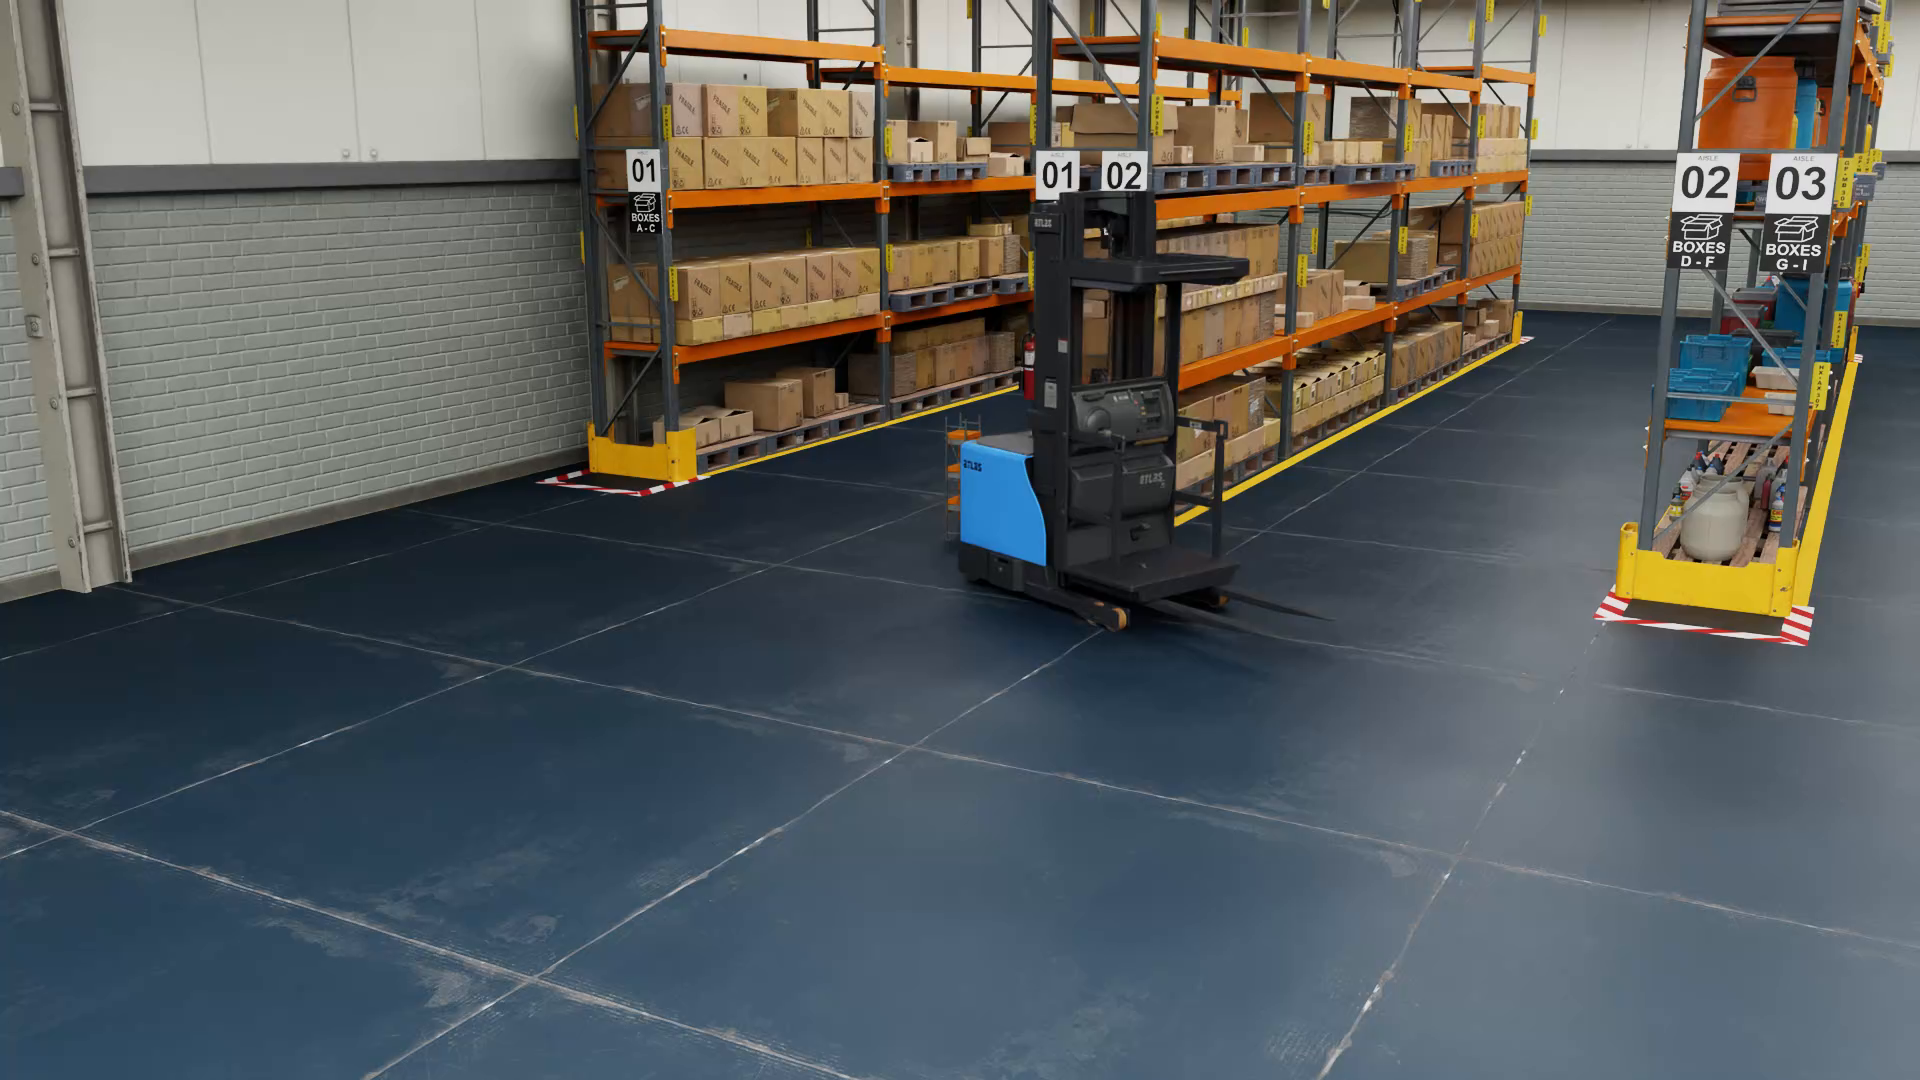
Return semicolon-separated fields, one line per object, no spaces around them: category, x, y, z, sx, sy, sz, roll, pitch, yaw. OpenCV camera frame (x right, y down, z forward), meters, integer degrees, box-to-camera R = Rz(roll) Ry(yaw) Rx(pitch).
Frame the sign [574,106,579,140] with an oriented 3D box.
sign;-3.717;-4.065;16.207;0.100;0.325;0.005;7;15;28

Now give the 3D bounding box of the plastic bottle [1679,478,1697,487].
plastic bottle;6.149;-0.381;14.085;0.152;0.276;0.135;7;15;26

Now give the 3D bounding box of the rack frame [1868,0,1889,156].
rack frame;11.233;-6.366;21.238;1.000;3.000;0.127;7;15;28

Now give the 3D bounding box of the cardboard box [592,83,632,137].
cardboard box;-3.261;-4.231;16.392;0.500;0.500;0.500;8;16;31

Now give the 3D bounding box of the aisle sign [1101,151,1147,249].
aisle sign;1.334;-2.765;13.555;0.394;0.787;0.004;7;15;28

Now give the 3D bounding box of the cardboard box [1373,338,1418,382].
cardboard box;5.683;-2.358;21.811;0.500;0.500;0.500;7;15;26

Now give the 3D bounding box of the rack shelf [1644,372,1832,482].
rack shelf;6.399;-1.048;13.515;1.077;0.370;4.000;7;15;28

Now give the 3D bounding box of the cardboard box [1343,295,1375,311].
cardboard box;4.772;-2.853;20.002;0.380;0.149;0.250;7;15;28

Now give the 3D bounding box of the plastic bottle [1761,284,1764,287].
plastic bottle;9.674;-2.938;20.068;0.061;0.283;0.133;7;15;28

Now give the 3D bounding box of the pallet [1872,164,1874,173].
pallet;9.755;-4.141;18.813;1.003;0.211;1.213;7;15;28

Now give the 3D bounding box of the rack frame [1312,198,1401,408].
rack frame;4.965;-3.191;20.868;1.000;3.000;0.127;7;15;28

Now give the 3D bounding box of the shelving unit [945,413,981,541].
shelving unit;0.026;-0.521;13.956;0.215;1.050;0.252;7;15;28

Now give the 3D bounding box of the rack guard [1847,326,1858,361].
rack guard;13.167;-3.061;25.665;1.175;0.500;0.348;7;15;28

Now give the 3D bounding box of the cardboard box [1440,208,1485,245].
cardboard box;7.373;-4.611;24.412;0.500;0.500;0.500;8;16;29

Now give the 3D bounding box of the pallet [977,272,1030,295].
pallet;0.376;-3.500;22.559;1.213;0.211;1.003;7;15;28

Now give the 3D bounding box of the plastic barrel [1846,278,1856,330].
plastic barrel;9.340;-2.565;17.984;0.600;0.536;0.708;7;15;28

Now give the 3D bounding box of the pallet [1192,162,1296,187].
pallet;2.642;-3.607;16.385;1.003;0.211;1.213;7;15;28

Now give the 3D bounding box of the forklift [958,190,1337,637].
forklift;1.289;-0.925;11.617;1.130;2.935;3.031;-10;17;-37

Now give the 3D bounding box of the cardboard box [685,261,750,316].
cardboard box;-2.499;-2.575;16.993;0.500;0.500;0.500;7;15;28

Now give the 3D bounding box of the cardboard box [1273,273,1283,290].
cardboard box;3.087;-2.654;17.044;0.380;0.149;0.250;7;15;28

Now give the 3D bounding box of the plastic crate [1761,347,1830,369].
plastic crate;7.068;-1.478;14.081;0.499;0.251;0.616;7;15;28

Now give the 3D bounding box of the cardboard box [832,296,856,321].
cardboard box;-1.519;-2.634;18.838;0.500;0.250;0.500;7;15;28

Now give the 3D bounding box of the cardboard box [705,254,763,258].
cardboard box;-2.457;-2.844;18.107;0.500;0.500;0.500;8;16;29

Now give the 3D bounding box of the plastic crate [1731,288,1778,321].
plastic crate;8.250;-2.363;17.298;0.402;0.464;0.583;7;15;28

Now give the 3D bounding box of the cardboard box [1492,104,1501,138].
cardboard box;7.703;-6.298;25.011;0.700;0.500;0.500;7;15;28

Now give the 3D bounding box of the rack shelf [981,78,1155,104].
rack shelf;1.594;-6.534;24.323;1.077;0.370;4.000;7;15;28

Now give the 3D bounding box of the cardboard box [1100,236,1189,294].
cardboard box;1.610;-2.442;14.783;0.700;0.500;0.500;7;15;27

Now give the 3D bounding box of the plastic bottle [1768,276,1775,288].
plastic bottle;9.941;-3.064;20.447;0.144;0.351;0.185;7;15;28

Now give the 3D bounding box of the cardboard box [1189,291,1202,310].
cardboard box;1.974;-2.181;15.084;0.380;0.149;0.250;7;15;26

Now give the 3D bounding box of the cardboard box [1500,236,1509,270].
cardboard box;8.360;-4.549;26.290;0.500;0.500;0.500;8;15;28

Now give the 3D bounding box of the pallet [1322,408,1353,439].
pallet;3.942;-1.421;19.478;1.003;0.211;1.213;7;15;28

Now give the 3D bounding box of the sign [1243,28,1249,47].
sign;4.962;-8.737;28.912;0.100;0.325;0.005;7;15;28

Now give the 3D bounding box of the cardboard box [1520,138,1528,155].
cardboard box;8.807;-6.326;26.726;0.500;0.250;0.500;7;15;28

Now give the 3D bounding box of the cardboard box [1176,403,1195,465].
cardboard box;1.792;-0.969;15.023;0.500;0.500;0.500;7;15;28

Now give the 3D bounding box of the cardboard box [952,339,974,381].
cardboard box;-0.242;-2.399;21.977;0.700;0.500;0.500;7;15;28

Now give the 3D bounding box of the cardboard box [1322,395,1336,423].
cardboard box;3.940;-1.503;18.840;0.500;0.250;0.500;7;15;26

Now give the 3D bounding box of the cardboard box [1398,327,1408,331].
cardboard box;5.955;-2.726;23.335;0.500;0.500;0.500;8;15;29

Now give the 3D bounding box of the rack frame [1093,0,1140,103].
rack frame;2.561;-7.488;25.894;1.000;3.000;0.127;7;15;28

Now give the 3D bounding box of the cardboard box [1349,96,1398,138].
cardboard box;5.182;-5.272;20.756;0.500;0.500;0.500;7;15;28

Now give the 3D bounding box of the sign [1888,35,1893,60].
sign;11.714;-6.201;21.002;0.100;0.325;0.005;7;15;28

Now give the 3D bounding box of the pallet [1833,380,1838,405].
pallet;10.824;-1.940;21.631;1.003;0.211;1.213;7;15;28

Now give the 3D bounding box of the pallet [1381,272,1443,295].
pallet;5.901;-3.497;22.548;1.003;0.211;1.213;7;15;28

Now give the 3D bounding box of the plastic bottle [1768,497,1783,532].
plastic bottle;6.581;-0.212;13.394;0.097;0.271;0.097;0;14;0

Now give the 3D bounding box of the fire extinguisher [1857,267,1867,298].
fire extinguisher;13.637;-4.031;25.313;0.296;0.674;0.183;7;15;28

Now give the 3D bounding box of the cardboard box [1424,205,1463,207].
cardboard box;7.406;-4.888;25.561;0.500;0.500;0.500;8;15;28

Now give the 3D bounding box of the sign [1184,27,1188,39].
sign;4.011;-8.904;29.436;0.100;0.325;0.005;7;15;28

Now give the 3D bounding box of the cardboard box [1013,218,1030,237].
cardboard box;1.086;-4.388;23.346;0.500;0.250;0.500;8;16;29

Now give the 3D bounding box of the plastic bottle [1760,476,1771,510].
plastic bottle;6.882;-0.410;14.191;0.061;0.283;0.133;7;15;28

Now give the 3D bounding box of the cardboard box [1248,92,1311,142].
cardboard box;3.364;-4.446;17.499;0.500;0.500;0.500;8;15;29

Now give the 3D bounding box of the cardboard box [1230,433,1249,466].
cardboard box;2.519;-0.912;16.386;0.500;0.250;0.500;7;15;28

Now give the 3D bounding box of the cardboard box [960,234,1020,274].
cardboard box;0.408;-3.916;22.725;0.700;0.500;0.500;5;15;21

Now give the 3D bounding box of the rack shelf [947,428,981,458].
rack shelf;0.026;-0.787;13.892;0.215;0.259;0.240;7;15;28

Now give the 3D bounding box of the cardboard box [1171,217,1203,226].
cardboard box;3.538;-5.127;28.258;0.980;0.700;0.700;7;15;25

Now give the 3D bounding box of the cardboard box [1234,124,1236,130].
cardboard box;2.125;-3.827;15.693;0.797;0.503;0.637;9;16;34

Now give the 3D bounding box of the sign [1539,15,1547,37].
sign;9.308;-8.212;26.567;0.100;0.325;0.005;7;15;28

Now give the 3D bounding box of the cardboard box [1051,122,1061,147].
cardboard box;1.021;-5.692;23.693;0.700;0.500;0.500;6;15;25

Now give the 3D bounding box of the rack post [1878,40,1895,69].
rack post;10.366;-5.693;19.514;0.937;0.300;0.954;9;16;34

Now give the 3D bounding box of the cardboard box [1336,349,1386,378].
cardboard box;4.927;-2.195;20.514;0.500;0.311;0.500;8;16;30
